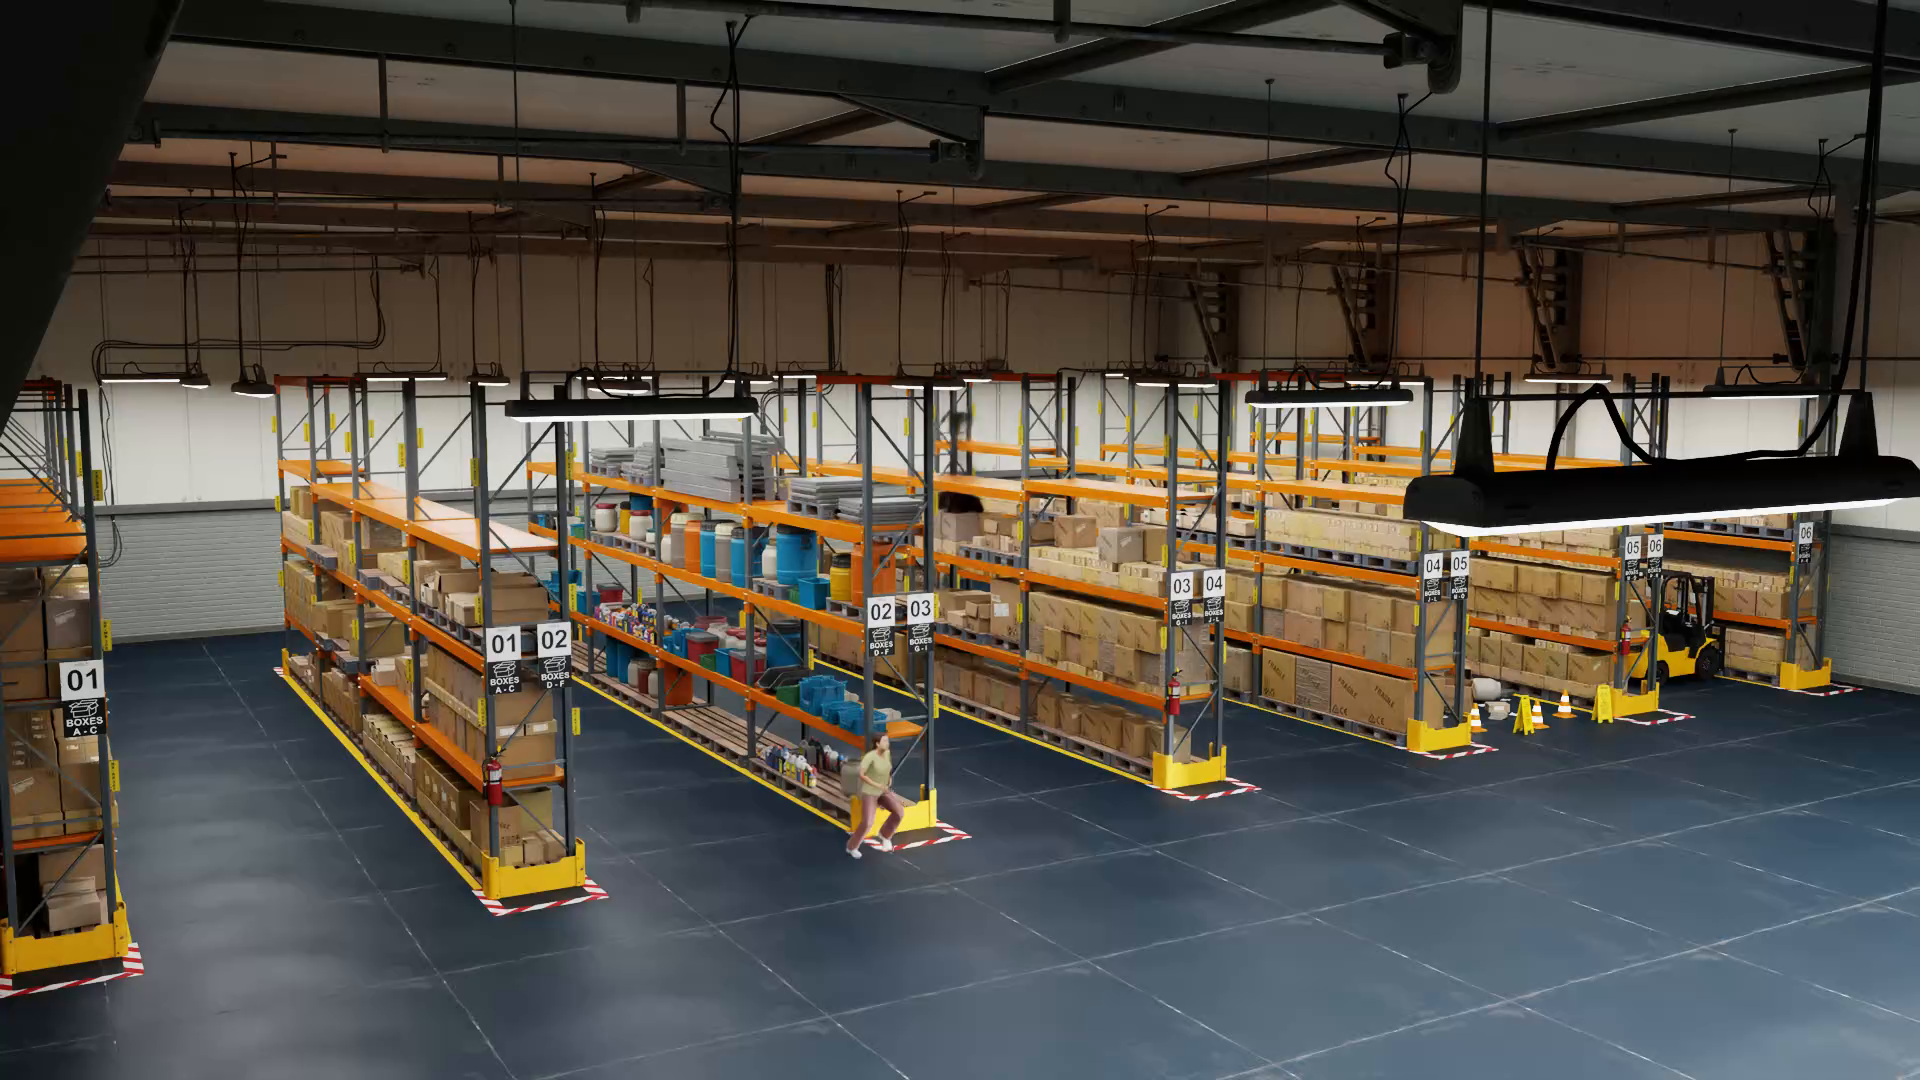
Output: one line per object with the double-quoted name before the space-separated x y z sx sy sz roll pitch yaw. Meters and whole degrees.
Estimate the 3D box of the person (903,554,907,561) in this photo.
"person" -1.269 1.175 39.420 0.715 1.721 0.597 -2 7 -20

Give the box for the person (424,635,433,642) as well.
"person" -10.796 1.836 33.521 0.598 1.662 0.591 6 8 42

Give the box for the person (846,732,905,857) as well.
"person" -1.044 3.223 21.232 0.655 1.575 0.689 5 8 36

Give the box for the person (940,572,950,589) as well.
"person" -0.290 0.780 43.120 0.679 1.784 0.960 4 7 32
